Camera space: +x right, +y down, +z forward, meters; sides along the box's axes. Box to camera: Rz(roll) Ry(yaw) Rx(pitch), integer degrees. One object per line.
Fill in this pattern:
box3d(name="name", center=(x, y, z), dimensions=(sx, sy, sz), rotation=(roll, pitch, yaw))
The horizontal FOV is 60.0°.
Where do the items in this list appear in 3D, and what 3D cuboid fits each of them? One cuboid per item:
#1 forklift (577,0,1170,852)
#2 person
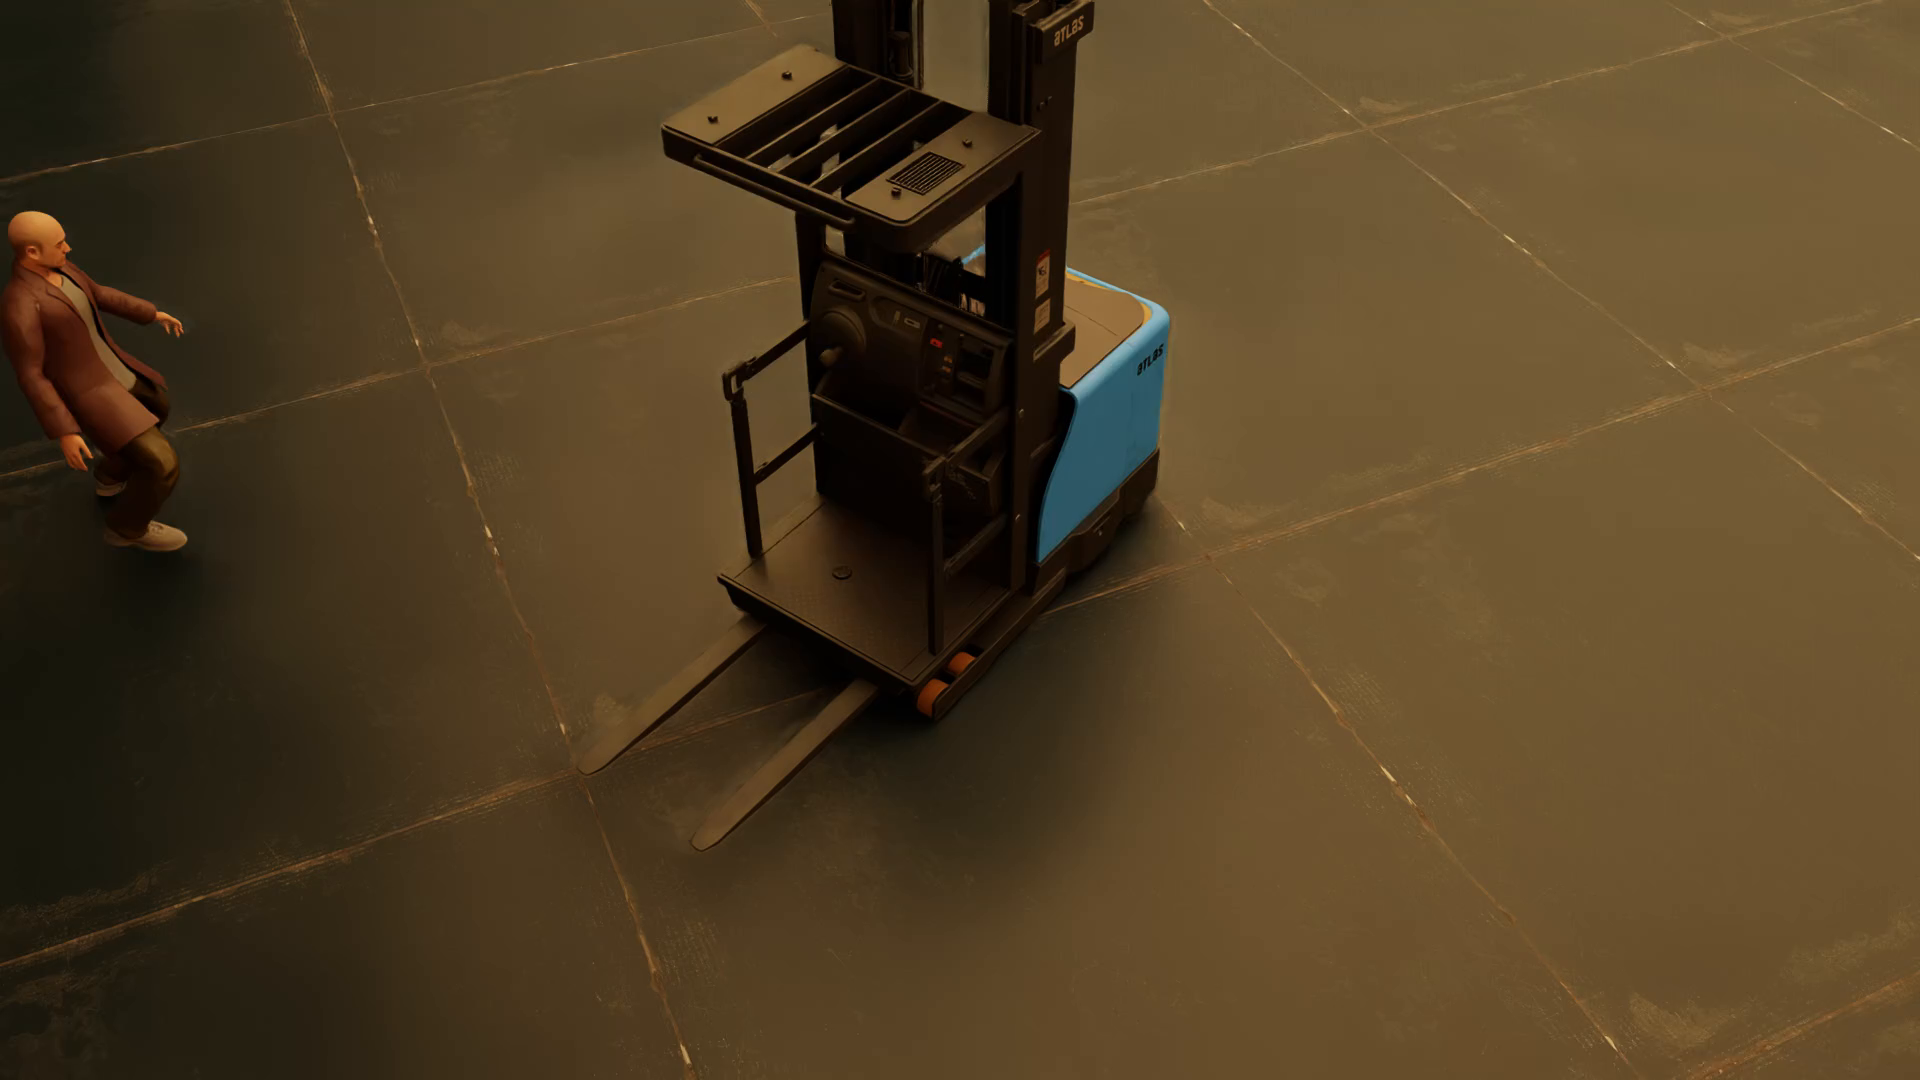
box3d(name="forklift", center=(-0.338, -0.702, 6.432), dimensions=(1.130, 2.935, 3.031), rotation=(27, 49, 26))
box3d(name="person", center=(-3.833, -0.716, 7.407), dimensions=(0.665, 1.656, 0.988), rotation=(-3, 43, -3))
